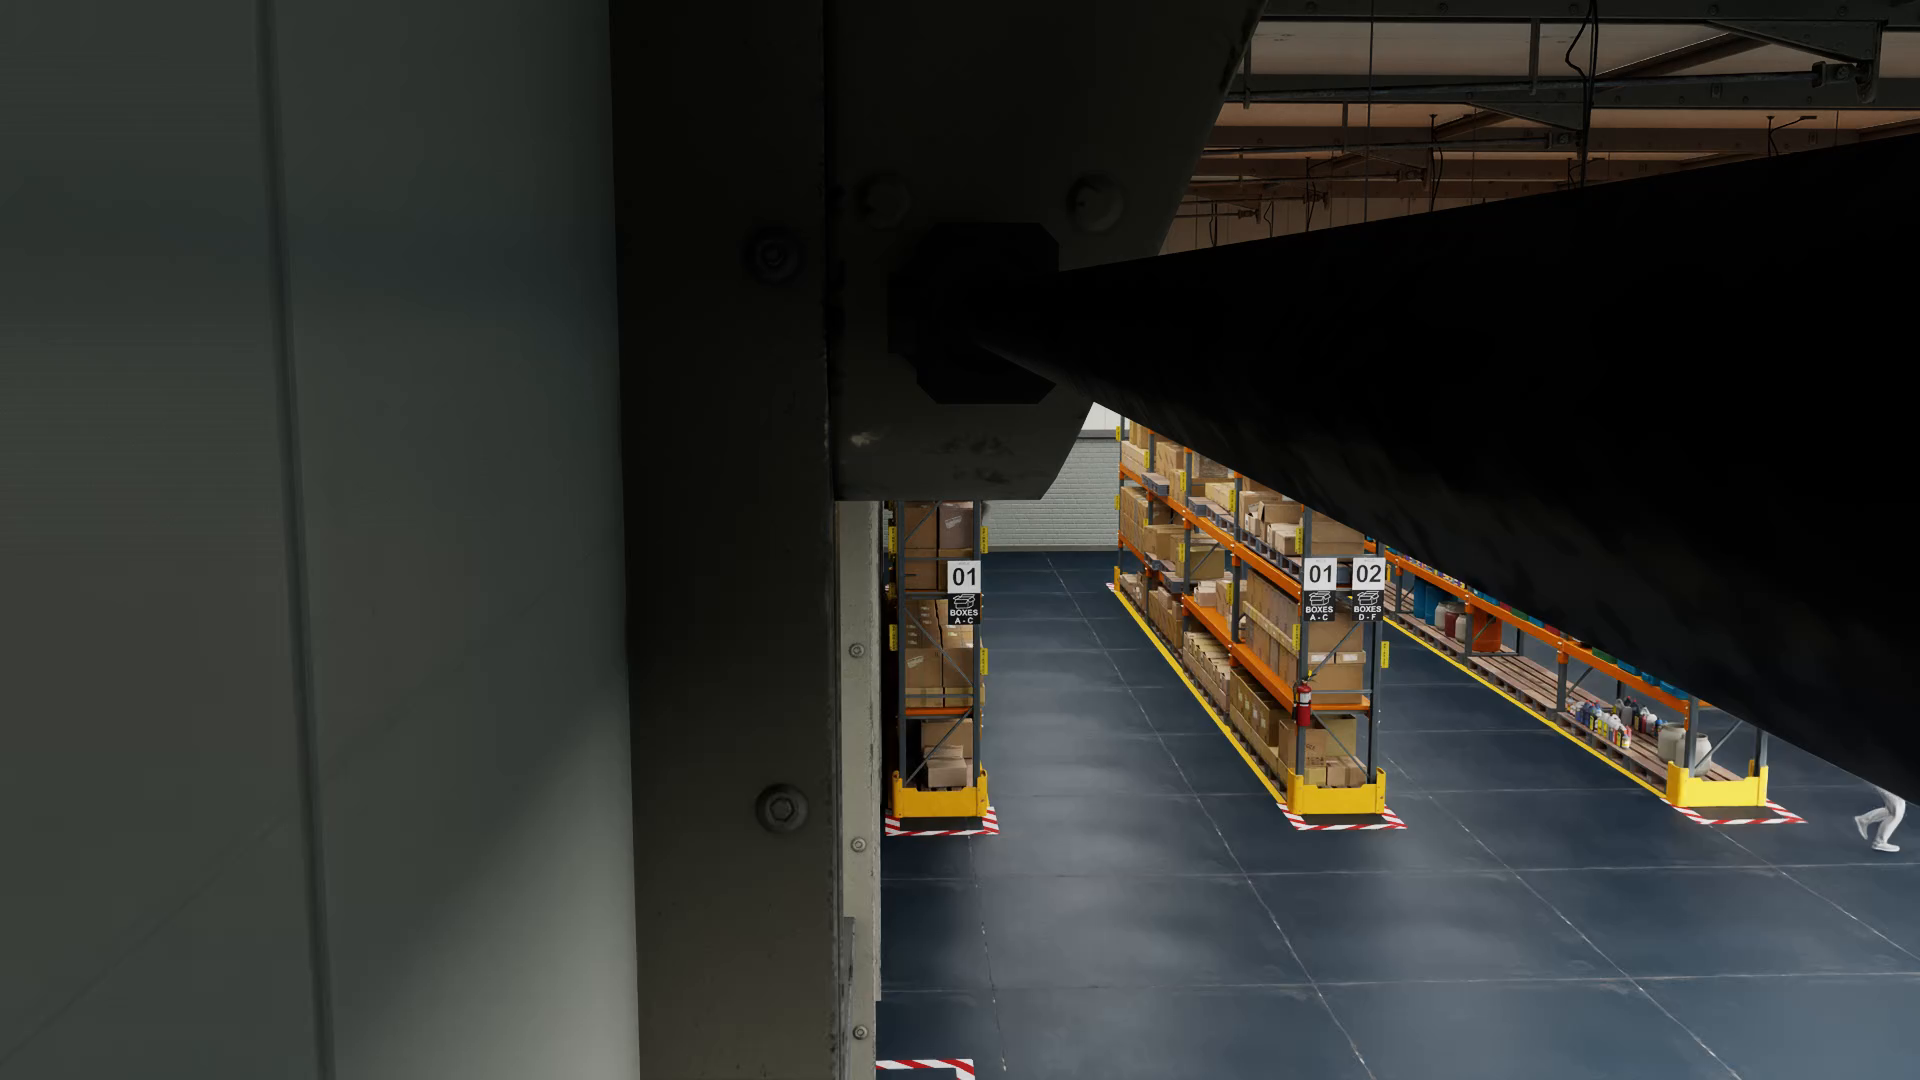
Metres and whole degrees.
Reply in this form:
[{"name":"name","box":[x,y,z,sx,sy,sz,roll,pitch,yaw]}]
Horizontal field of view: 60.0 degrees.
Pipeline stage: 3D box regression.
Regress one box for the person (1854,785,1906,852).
[{"name":"person","box":[10.653,2.774,19.133,0.524,1.652,0.599,4,9,25]}]
